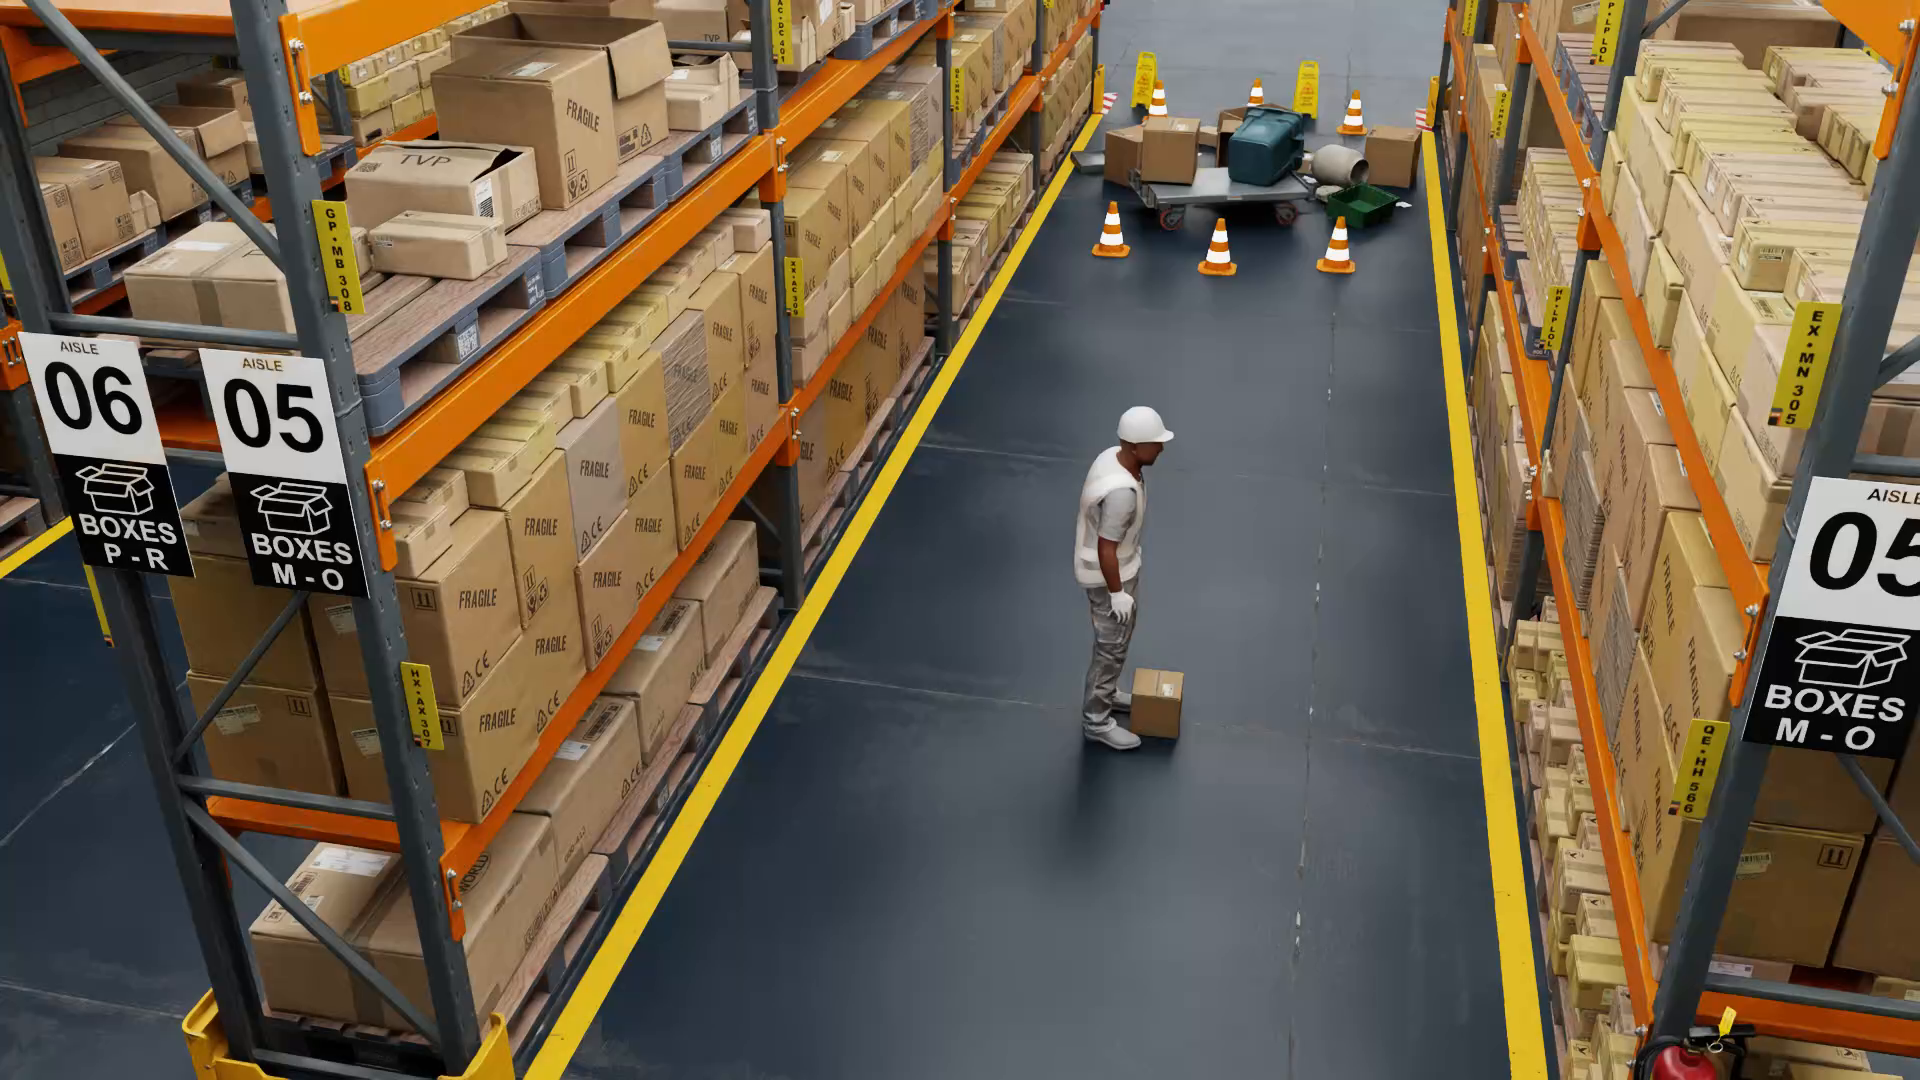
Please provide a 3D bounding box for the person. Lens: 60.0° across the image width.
[{"bbox_3d":[0.797,0.160,8.317,0.450,1.774,0.632,5,29,9],"label":"person"}]
